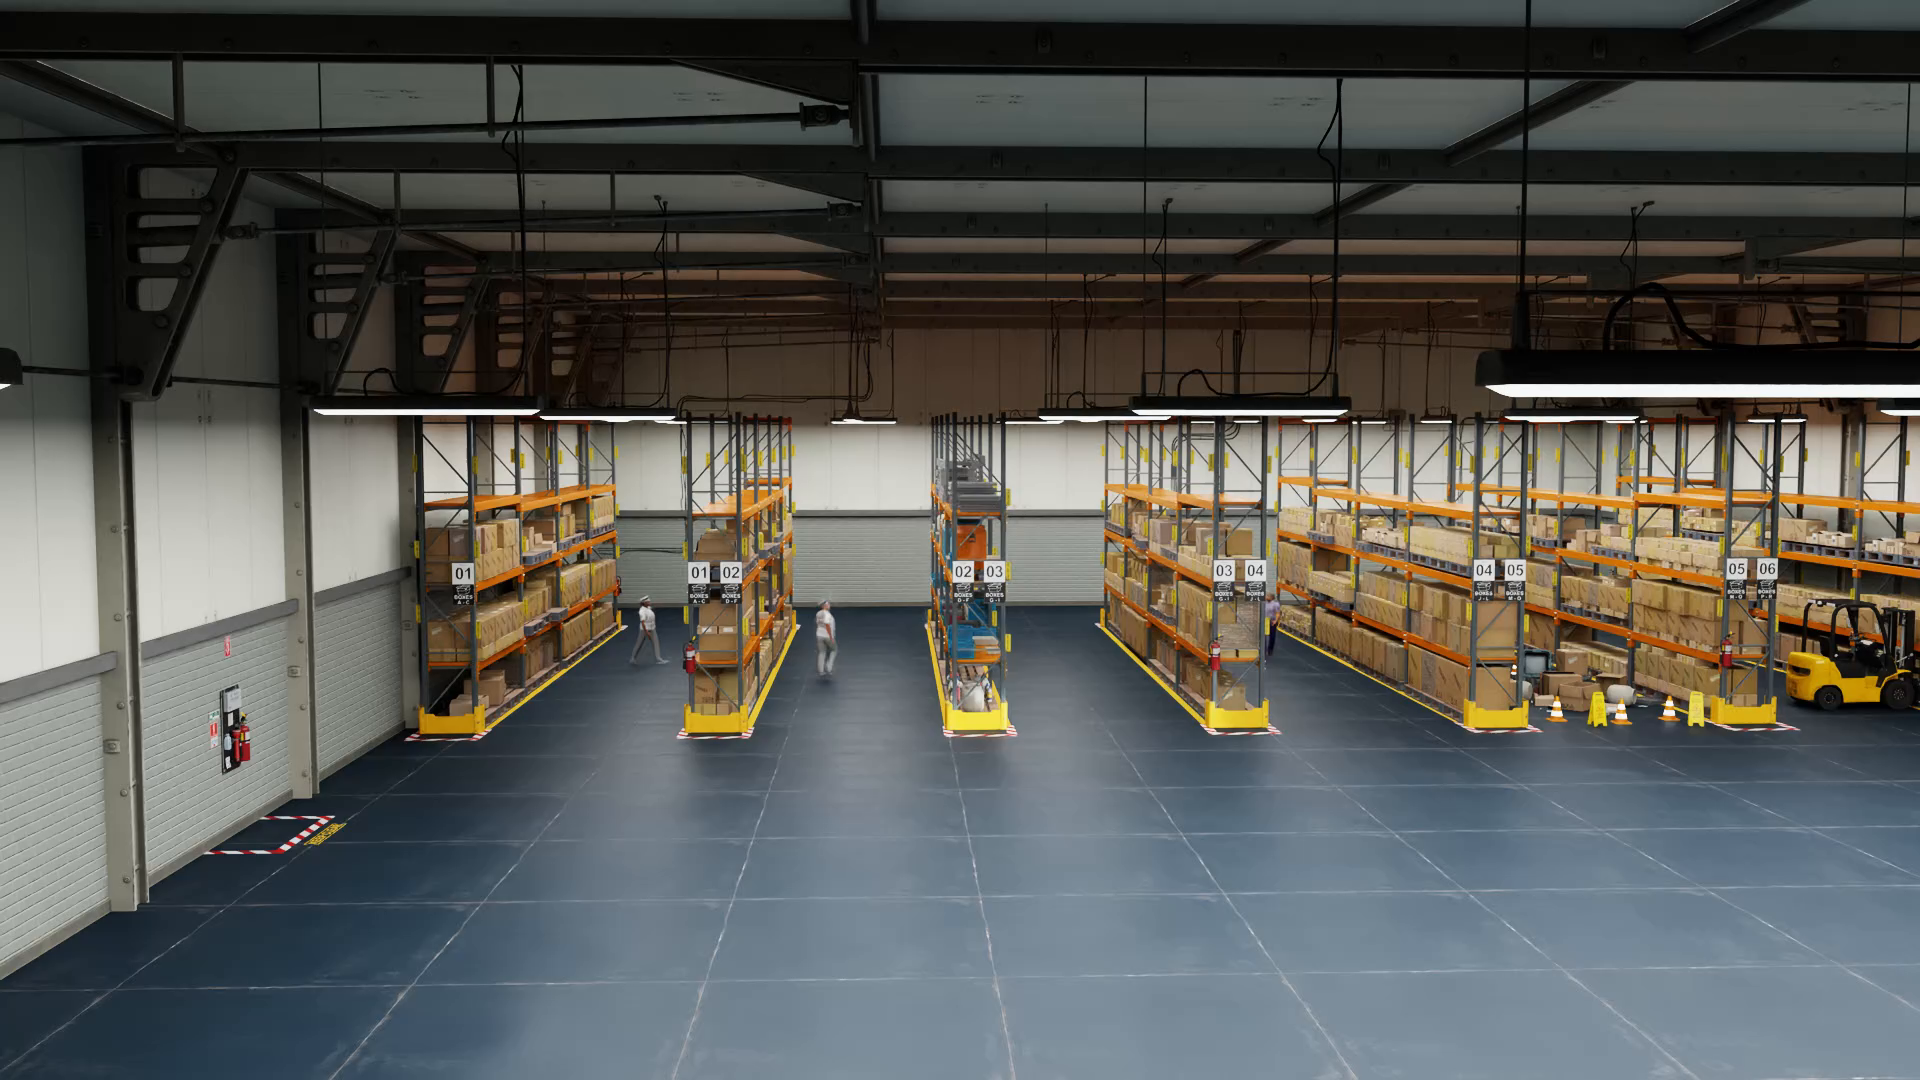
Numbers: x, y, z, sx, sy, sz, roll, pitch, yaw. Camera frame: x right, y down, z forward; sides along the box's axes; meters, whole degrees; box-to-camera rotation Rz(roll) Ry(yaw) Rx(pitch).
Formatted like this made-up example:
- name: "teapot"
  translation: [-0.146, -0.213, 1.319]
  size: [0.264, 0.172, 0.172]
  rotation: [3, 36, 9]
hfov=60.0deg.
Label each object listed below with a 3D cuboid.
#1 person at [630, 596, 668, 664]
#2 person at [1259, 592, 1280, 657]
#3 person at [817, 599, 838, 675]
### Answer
- name: "person"
  translation: [-7.542, 2.168, 40.085]
  size: [0.883, 1.645, 0.578]
  rotation: [3, 5, 36]
- name: "person"
  translation: [7.715, 2.127, 41.437]
  size: [0.510, 1.681, 0.673]
  rotation: [1, 4, 9]
- name: "person"
  translation: [-3.059, 2.278, 38.482]
  size: [0.574, 1.865, 0.710]
  rotation: [2, 4, 24]
